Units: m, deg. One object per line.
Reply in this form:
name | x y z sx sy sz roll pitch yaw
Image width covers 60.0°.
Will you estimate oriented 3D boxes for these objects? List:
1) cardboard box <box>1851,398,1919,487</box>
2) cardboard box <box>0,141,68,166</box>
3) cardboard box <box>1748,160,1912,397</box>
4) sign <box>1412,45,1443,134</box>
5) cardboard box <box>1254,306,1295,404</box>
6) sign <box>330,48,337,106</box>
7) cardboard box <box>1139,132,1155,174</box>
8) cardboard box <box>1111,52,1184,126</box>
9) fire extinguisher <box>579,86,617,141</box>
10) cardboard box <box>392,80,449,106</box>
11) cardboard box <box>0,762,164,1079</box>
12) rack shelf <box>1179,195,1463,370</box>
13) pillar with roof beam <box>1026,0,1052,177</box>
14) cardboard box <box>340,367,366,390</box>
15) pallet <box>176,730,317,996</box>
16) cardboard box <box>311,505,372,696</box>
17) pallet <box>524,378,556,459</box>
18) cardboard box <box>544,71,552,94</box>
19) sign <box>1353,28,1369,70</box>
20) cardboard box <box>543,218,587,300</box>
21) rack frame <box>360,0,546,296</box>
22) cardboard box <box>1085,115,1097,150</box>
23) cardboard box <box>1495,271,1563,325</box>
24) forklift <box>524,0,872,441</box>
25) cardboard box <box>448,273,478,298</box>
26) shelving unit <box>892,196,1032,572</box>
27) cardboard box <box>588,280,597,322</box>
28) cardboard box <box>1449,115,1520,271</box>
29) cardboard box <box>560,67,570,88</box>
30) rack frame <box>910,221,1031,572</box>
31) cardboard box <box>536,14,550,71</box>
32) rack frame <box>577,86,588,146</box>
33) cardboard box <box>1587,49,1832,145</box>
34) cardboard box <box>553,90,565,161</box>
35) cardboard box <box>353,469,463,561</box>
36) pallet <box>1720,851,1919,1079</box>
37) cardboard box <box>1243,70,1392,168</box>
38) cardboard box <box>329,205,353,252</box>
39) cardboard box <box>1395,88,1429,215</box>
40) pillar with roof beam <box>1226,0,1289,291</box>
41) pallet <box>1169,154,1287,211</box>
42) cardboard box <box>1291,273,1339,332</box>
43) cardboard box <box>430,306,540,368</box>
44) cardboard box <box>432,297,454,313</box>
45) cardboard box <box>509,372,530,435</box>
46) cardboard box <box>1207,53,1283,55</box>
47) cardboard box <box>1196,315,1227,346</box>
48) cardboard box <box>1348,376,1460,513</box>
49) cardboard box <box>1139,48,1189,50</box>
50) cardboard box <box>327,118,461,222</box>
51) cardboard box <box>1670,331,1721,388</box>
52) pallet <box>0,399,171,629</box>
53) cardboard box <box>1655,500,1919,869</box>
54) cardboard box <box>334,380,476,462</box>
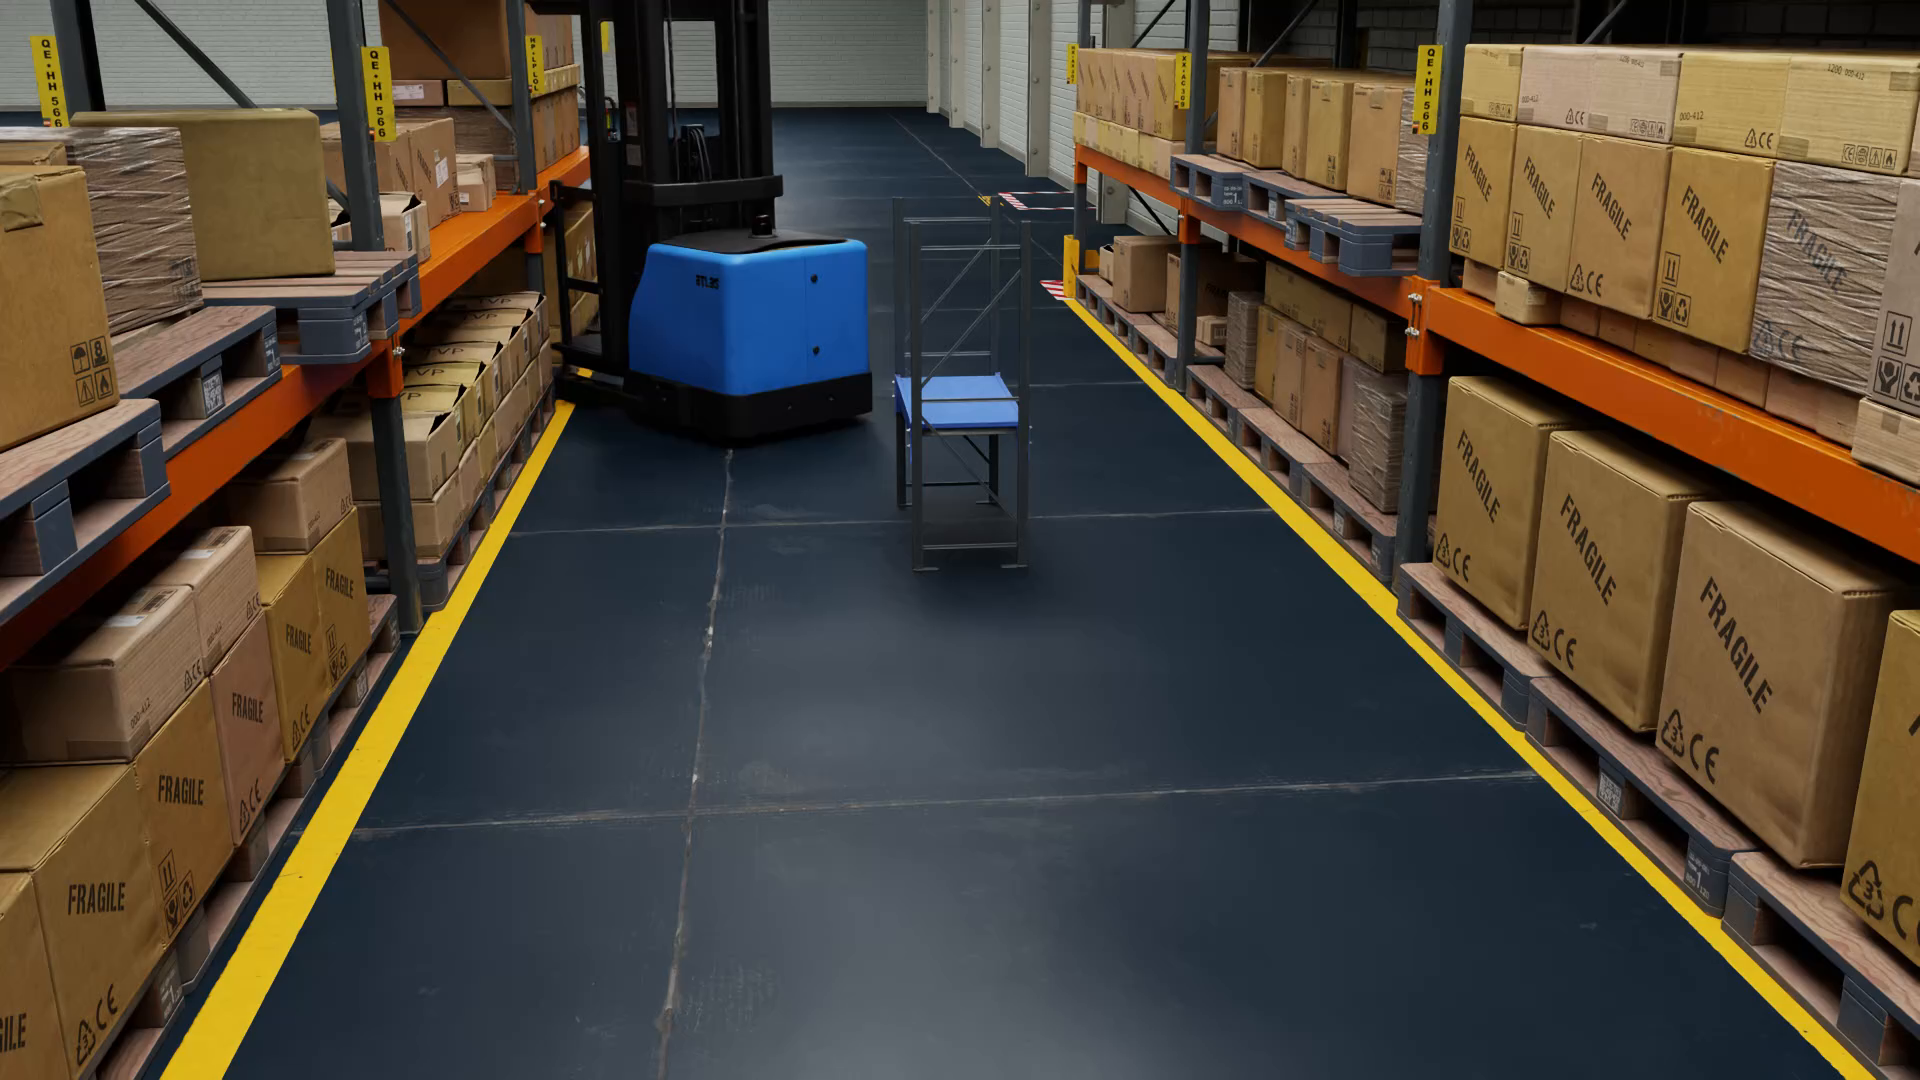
cardboard box | 2.291 -0.230 3.788 0.380 0.149 0.250 -2 18 -6
cardboard box | -2.445 -0.637 3.830 0.700 0.500 0.500 -6 19 -20
cardboard box | 2.321 -0.649 4.040 0.500 0.500 0.500 -2 18 -6
sign | 1.774 -1.705 6.300 0.100 0.325 0.005 -2 18 -6
cardboard box | 2.096 -1.048 9.446 0.700 0.500 0.500 -2 18 -7
sign | -3.579 -2.681 9.632 0.100 0.325 0.005 -2 18 -6
cardboard box | 1.506 -2.620 11.233 0.500 0.250 0.500 -2 18 -5
cardboard box | 1.391 -3.283 12.091 0.500 0.500 0.500 -1 17 -4
fire extinguisher | -2.990 -3.452 13.795 0.296 0.674 0.183 -2 18 -6
cardboard box | -3.268 -2.679 9.954 0.380 0.149 0.250 -2 18 -6
cardboard box | -2.075 0.808 3.534 0.500 0.500 0.500 -2 17 -5
rack shelf | 2.106 -1.463 8.530 1.077 0.370 4.000 -2 18 -6
pillar with roof beam | -3.100 -9.716 23.603 9.100 9.000 0.400 -2 18 -6
cardboard box | -3.023 -0.666 7.743 0.500 0.311 0.500 -2 18 -6
pallet | -2.452 0.861 4.584 1.003 0.211 1.213 -2 18 -6
cardboard box | -2.284 0.198 5.477 0.500 0.500 0.500 -1 17 -3
pallet | -2.912 -0.699 9.552 1.003 0.211 1.213 -2 18 -6
cardboard box | -3.025 -3.152 11.461 0.380 0.149 0.250 -2 18 -6
sign | 2.452 -2.973 10.205 0.100 0.325 0.005 -2 18 -6
cardboard box | -2.867 -1.940 11.486 0.500 0.500 0.500 -2 18 -6
rack frame | -3.027 -2.248 9.829 1.000 3.000 0.127 -2 18 -6
cardboard box | 1.290 -3.222 13.150 0.500 0.250 0.500 -2 18 -7
cardboard box | 2.077 -0.838 5.723 0.380 0.149 0.250 -1 17 -4
forklift | -1.903 -2.319 10.169 1.130 2.935 3.031 -16 23 -41
cardboard box | -3.332 -1.775 10.960 0.500 0.500 0.500 -2 18 -6
shelving unit | -0.009 -0.741 7.533 0.538 1.500 1.048 -2 18 -6
cardboard box | -2.924 -1.731 12.072 0.500 0.250 0.500 -2 18 -6
cardboard box | 2.108 -1.257 5.976 0.500 0.500 0.500 -1 17 -4
cardboard box | -3.132 -3.460 12.439 0.380 0.149 0.250 -2 17 -5
rack frame | 0.044 -0.590 7.051 0.500 1.500 0.032 -2 18 -6
cardboard box | -3.234 -3.495 11.469 0.700 0.500 0.500 -2 18 -6
rack frame | -3.440 -3.440 13.625 1.000 3.000 0.127 -2 18 -6
cardboard box | 2.214 -1.315 4.909 0.500 0.250 0.500 -2 18 -5
cardboard box | -3.300 -3.043 12.196 0.700 0.500 0.500 -2 18 -5
cardboard box | -2.376 -0.110 6.908 0.500 0.250 0.500 -2 18 -6
pallet | 2.570 1.084 3.871 1.003 0.211 1.213 -2 18 -6
cardboard box | 1.969 -2.340 9.222 0.700 0.500 0.500 0 17 0
cardboard box | -2.609 -1.123 6.396 0.500 0.311 0.500 -1 17 -2
cardboard box | 2.254 -1.608 6.888 0.700 0.500 0.500 -4 18 -12
pillar with roof beam | -1.862 -6.141 12.215 9.100 9.000 0.400 -2 18 -6
pallet | 1.834 -2.078 9.609 1.003 0.211 1.213 -2 18 -6
cardboard box | 2.099 -1.272 8.909 0.500 0.250 0.500 -2 18 -7
cardboard box | -2.640 -1.137 9.245 0.500 0.311 0.500 -1 17 -4
cardboard box | -3.232 -1.273 9.677 0.500 0.311 0.500 -2 18 -5
cardboard box | -2.592 -0.719 8.847 0.500 0.250 0.500 -1 17 -4
cardboard box | 1.964 -3.147 11.659 0.500 0.500 0.500 -1 17 -4
cardboard box | 1.815 -1.419 11.183 0.380 0.166 0.250 -4 18 -13
cardboard box | 2.186 -0.440 7.511 0.700 0.500 0.500 -2 17 -5
cardboard box | 1.747 -3.756 13.597 0.500 0.500 0.500 -2 18 -6
cardboard box | -2.910 -1.909 8.584 0.500 0.500 0.500 -1 17 -2
cardboard box | 2.285 -0.538 4.769 0.380 0.149 0.250 -2 18 -5
pallet | -2.176 -0.014 3.035 1.003 0.211 1.213 -2 18 -6
cardboard box | 2.434 0.352 4.435 0.750 0.750 0.750 -1 17 -4
cardboard box | -2.439 -0.533 7.322 0.500 0.311 0.500 -2 18 -7
